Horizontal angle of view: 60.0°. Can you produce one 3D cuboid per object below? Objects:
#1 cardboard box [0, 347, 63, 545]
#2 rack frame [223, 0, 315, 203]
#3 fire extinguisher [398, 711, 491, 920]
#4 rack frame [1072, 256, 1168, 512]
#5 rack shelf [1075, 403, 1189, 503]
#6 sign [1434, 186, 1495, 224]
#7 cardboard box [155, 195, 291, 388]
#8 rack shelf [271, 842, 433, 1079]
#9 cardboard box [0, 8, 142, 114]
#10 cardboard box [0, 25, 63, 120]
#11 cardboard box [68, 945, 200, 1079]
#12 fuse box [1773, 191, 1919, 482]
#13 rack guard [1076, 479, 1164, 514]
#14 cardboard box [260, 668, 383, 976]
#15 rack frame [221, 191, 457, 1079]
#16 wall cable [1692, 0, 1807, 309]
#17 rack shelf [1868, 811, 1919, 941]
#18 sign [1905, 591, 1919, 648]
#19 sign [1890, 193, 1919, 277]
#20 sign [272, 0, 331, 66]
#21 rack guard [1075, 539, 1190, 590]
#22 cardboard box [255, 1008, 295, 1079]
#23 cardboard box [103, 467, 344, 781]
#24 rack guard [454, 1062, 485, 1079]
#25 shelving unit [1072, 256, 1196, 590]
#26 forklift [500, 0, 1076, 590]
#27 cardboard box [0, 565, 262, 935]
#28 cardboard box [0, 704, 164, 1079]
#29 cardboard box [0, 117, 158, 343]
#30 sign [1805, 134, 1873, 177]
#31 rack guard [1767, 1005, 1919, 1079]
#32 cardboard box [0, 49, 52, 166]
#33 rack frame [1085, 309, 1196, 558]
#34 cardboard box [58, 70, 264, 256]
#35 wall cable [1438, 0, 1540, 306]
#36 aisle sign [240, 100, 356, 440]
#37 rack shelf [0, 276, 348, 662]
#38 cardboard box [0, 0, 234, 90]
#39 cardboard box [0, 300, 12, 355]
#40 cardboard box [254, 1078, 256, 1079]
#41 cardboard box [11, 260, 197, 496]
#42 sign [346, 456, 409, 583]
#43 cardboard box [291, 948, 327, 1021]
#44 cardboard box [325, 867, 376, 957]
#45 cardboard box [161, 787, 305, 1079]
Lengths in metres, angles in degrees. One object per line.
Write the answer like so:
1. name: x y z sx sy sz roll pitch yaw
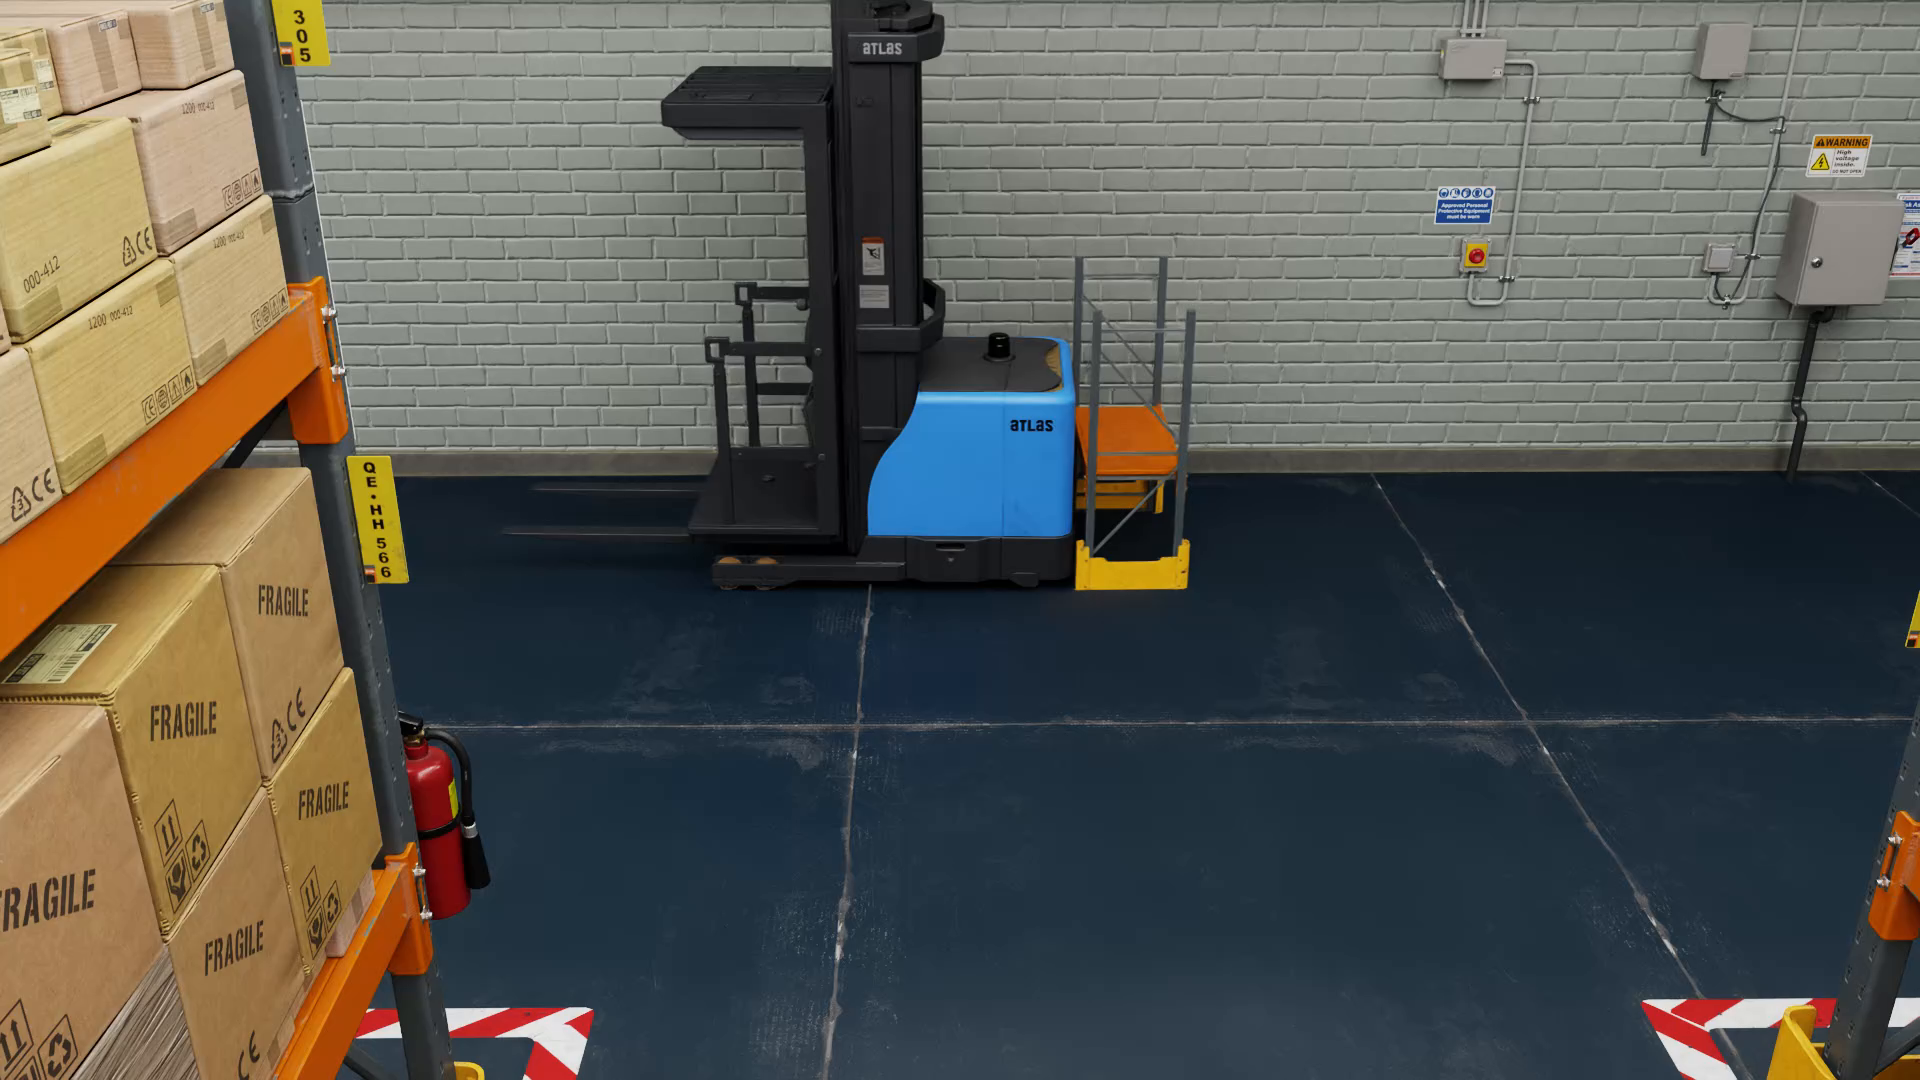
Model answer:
1. cardboard box: -1.653 -0.077 2.322 0.500 0.250 0.500 1 24 2
2. rack frame: -1.927 -2.113 3.002 1.000 3.000 0.127 0 24 -1
3. fire extinguisher: -1.468 0.720 4.565 0.296 0.674 0.183 0 24 -1
4. rack frame: 0.876 -0.852 9.313 0.500 1.500 0.032 0 24 -1
5. rack shelf: 0.886 -0.478 8.924 0.538 0.185 1.000 0 24 -1
6. sign: 2.888 -1.915 9.516 0.327 0.218 0.001 0 24 -1
7. cardboard box: -1.657 -0.492 3.239 0.500 0.250 0.500 -1 24 -2
8. rack shelf: -1.905 1.772 2.564 1.077 0.370 4.000 0 24 -1
9. cardboard box: -1.703 -0.850 2.940 0.380 0.149 0.250 0 24 0
10. cardboard box: -1.721 -0.744 2.706 0.380 0.149 0.250 -1 24 -2
11. cardboard box: -1.649 1.045 2.818 0.500 0.500 0.500 0 24 0
12. fuse box: 5.039 -1.129 9.670 0.539 1.711 0.414 0 24 -1
13. rack guard: 0.876 -0.282 9.569 0.587 0.250 0.087 0 24 -1
14. cardboard box: -1.665 0.623 3.749 0.500 0.500 0.500 0 24 1
15. rack frame: -1.927 0.621 4.238 1.000 3.000 0.127 0 24 -1
16. wall cable: 4.355 -2.241 9.332 0.588 1.984 0.122 0 24 -1
17. rack shelf: 3.043 1.709 2.705 1.077 0.370 4.000 0 24 -1
18. sign: 2.467 0.126 4.184 0.100 0.325 0.005 0 24 -1
19. sign: 5.531 -1.760 9.618 0.329 0.494 0.001 0 24 -1
20. sign: -1.372 -1.144 3.425 0.100 0.325 0.005 0 24 -1
21. rack guard: 0.896 0.129 8.662 0.587 0.250 0.087 0 24 -1
22. cardboard box: -1.658 1.074 3.540 0.380 0.149 0.250 0 24 -1
23. cardboard box: -1.673 0.171 3.536 0.500 0.500 0.500 -1 24 -2
24. rack guard: -1.926 1.791 4.684 1.175 0.500 0.348 0 24 -1
25. shelving unit: 0.886 -0.646 8.858 0.587 1.500 1.083 0 24 -1
26. forklift: -0.913 -1.291 8.548 3.031 2.935 1.130 1 24 1
27. cardboard box: -1.668 0.380 3.074 0.500 0.500 0.500 -1 24 -2
28. cardboard box: -1.653 0.594 2.600 0.500 0.500 0.500 1 24 2
29. cardboard box: -1.661 -0.506 2.665 0.500 0.250 0.500 -1 24 -2
30. sign: 4.981 -2.177 9.422 0.339 0.242 0.001 0 24 -1
31. rack guard: 3.021 1.686 4.916 1.175 0.500 0.348 0 24 -1
32. cardboard box: -1.610 -0.635 2.467 0.380 0.149 0.250 0 24 0
33. rack frame: 0.896 -0.433 8.387 0.500 1.500 0.032 0 24 -1
34. cardboard box: -1.668 -0.717 3.131 0.500 0.250 0.500 -1 24 -2
35. wall cable: 2.937 -2.244 9.301 0.585 1.953 0.123 0 24 -1
36. aisle sign: -1.628 -0.595 3.772 0.394 0.787 0.004 0 24 -1
37. rack shelf: -1.905 0.406 1.946 1.077 0.370 4.000 0 24 -1
38. cardboard box: -1.630 -0.952 3.166 0.380 0.149 0.250 0 24 -1
39. cardboard box: -1.658 -0.295 2.198 0.500 0.250 0.500 0 24 0
40. cardboard box: -1.632 1.179 3.308 0.380 0.149 0.250 0 24 1
41. cardboard box: -1.645 -0.281 2.774 0.500 0.250 0.500 0 24 0
42. sign: -1.372 -0.045 3.922 0.100 0.325 0.005 0 24 -1
43. cardboard box: -1.676 0.971 3.769 0.380 0.149 0.250 0 24 -1
44. cardboard box: -1.641 0.868 3.996 0.380 0.149 0.250 0 24 0
45. cardboard box: -1.664 0.836 3.280 0.500 0.500 0.500 -1 24 -1
